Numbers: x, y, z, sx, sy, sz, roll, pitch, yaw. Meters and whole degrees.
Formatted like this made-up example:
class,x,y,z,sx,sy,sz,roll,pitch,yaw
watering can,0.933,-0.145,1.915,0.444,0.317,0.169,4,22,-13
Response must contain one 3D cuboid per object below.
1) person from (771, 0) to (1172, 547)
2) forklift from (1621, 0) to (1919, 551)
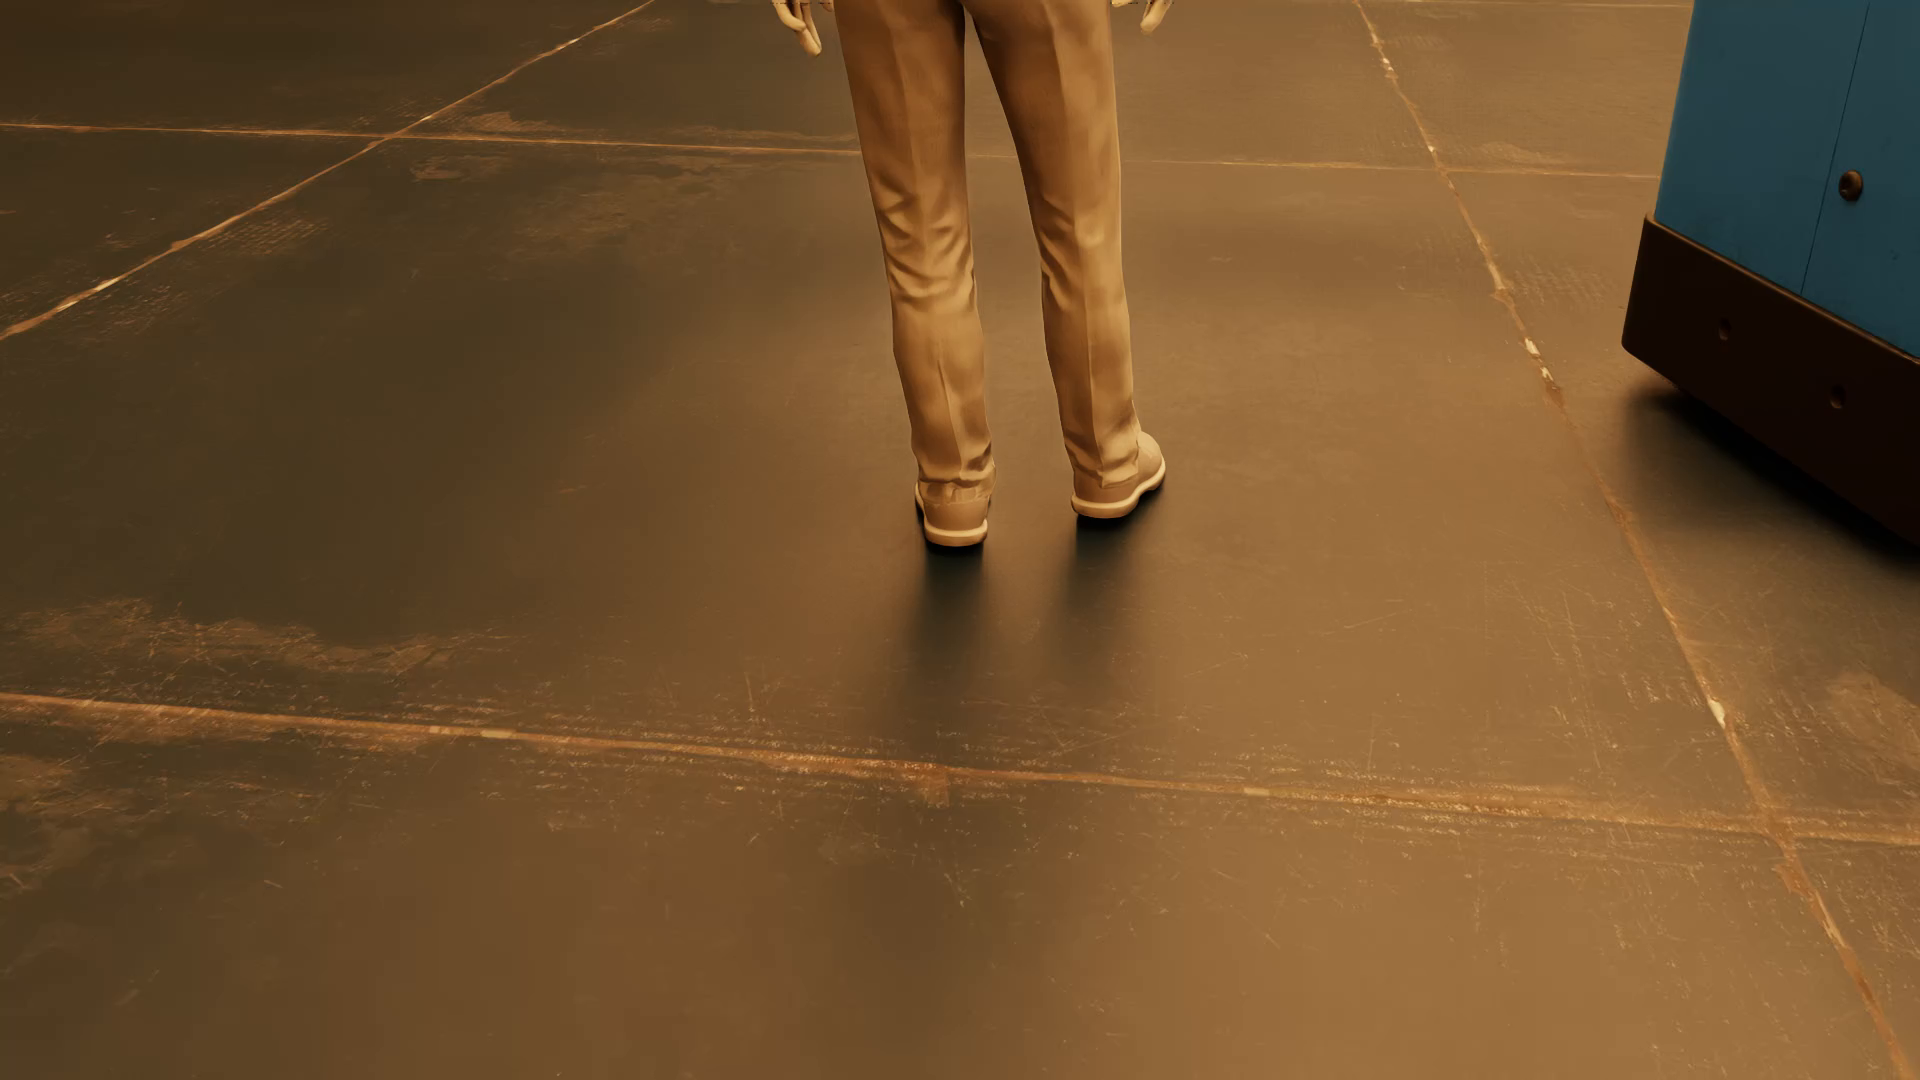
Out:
class,x,y,z,sx,sy,sz,roll,pitch,yaw
person,0.015,-0.794,2.177,0.587,1.696,0.534,3,27,7
forklift,2.773,-1.501,2.226,3.031,2.935,1.130,-4,27,-7
